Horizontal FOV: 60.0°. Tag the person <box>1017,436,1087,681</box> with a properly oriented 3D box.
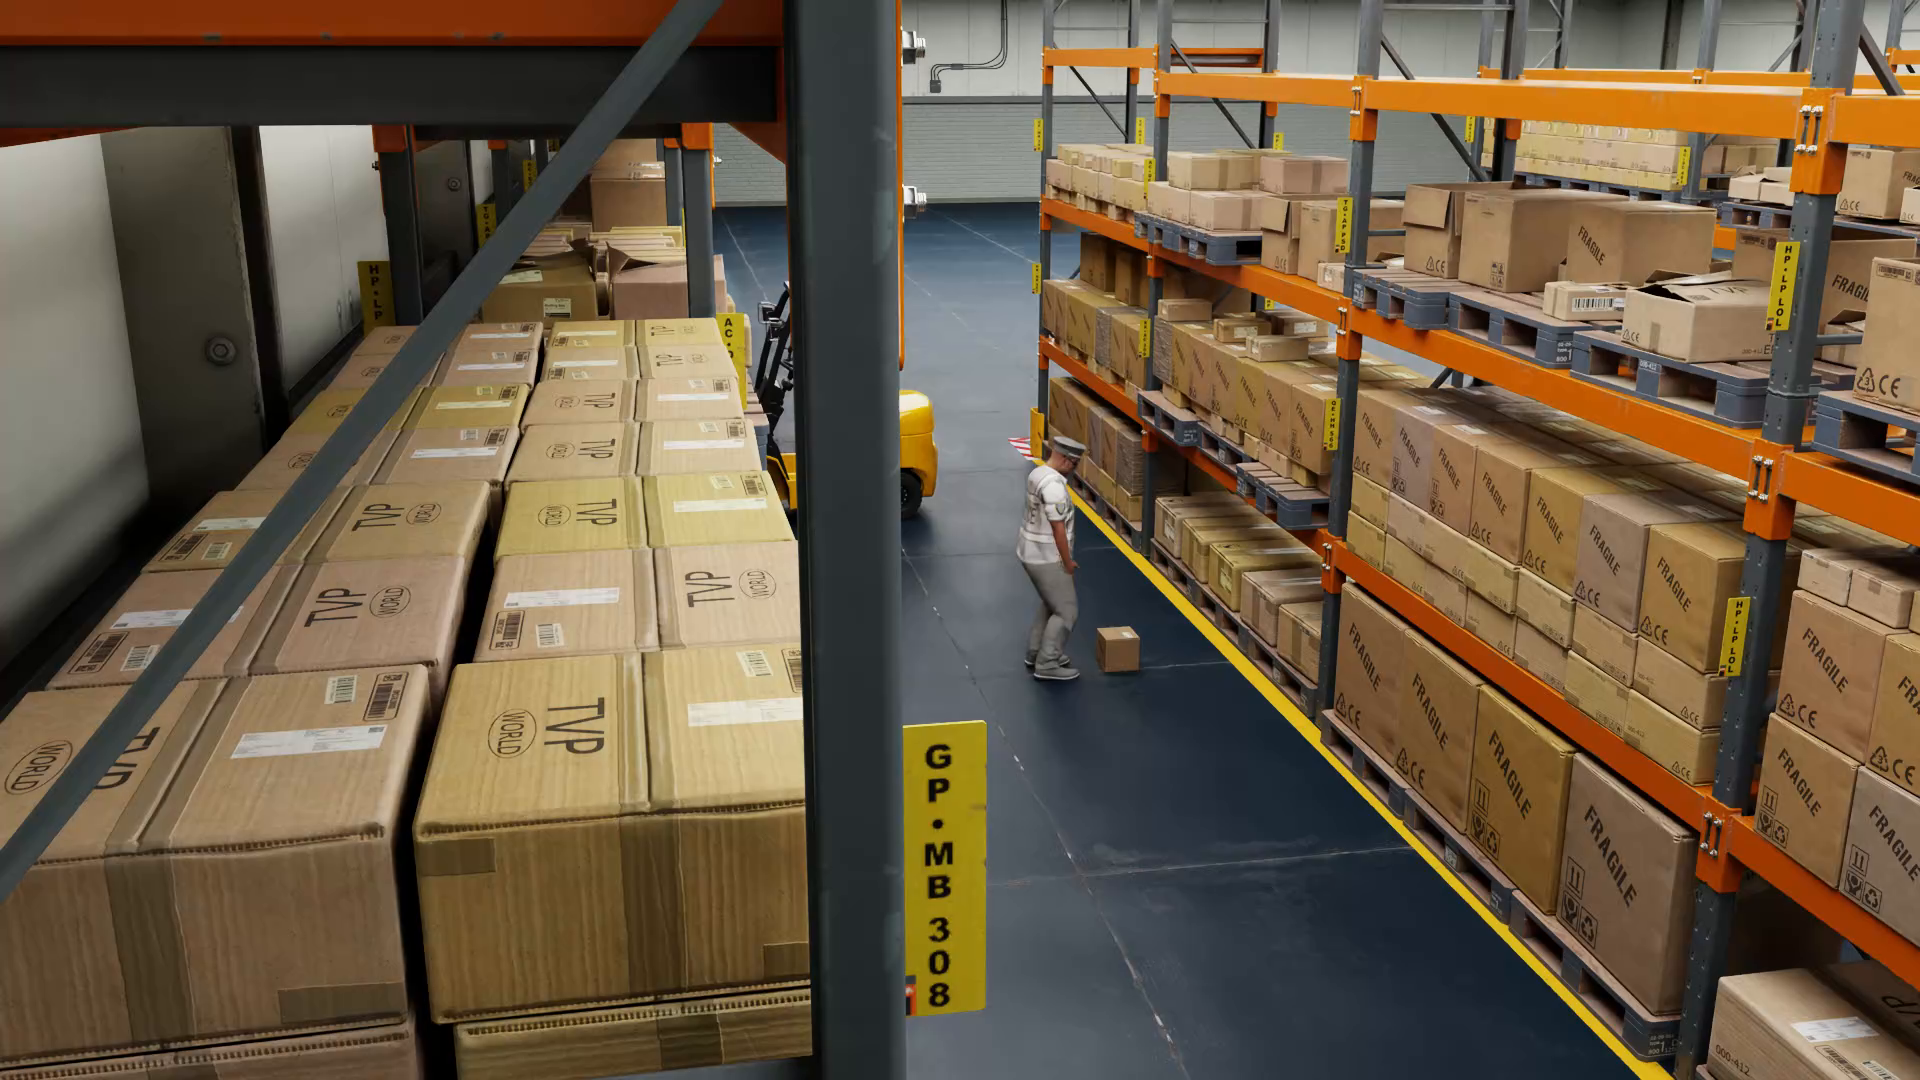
[{"bbox_3d":[0.643,0.119,11.720,0.475,1.707,0.553,-3,16,-9],"label":"person"}]
